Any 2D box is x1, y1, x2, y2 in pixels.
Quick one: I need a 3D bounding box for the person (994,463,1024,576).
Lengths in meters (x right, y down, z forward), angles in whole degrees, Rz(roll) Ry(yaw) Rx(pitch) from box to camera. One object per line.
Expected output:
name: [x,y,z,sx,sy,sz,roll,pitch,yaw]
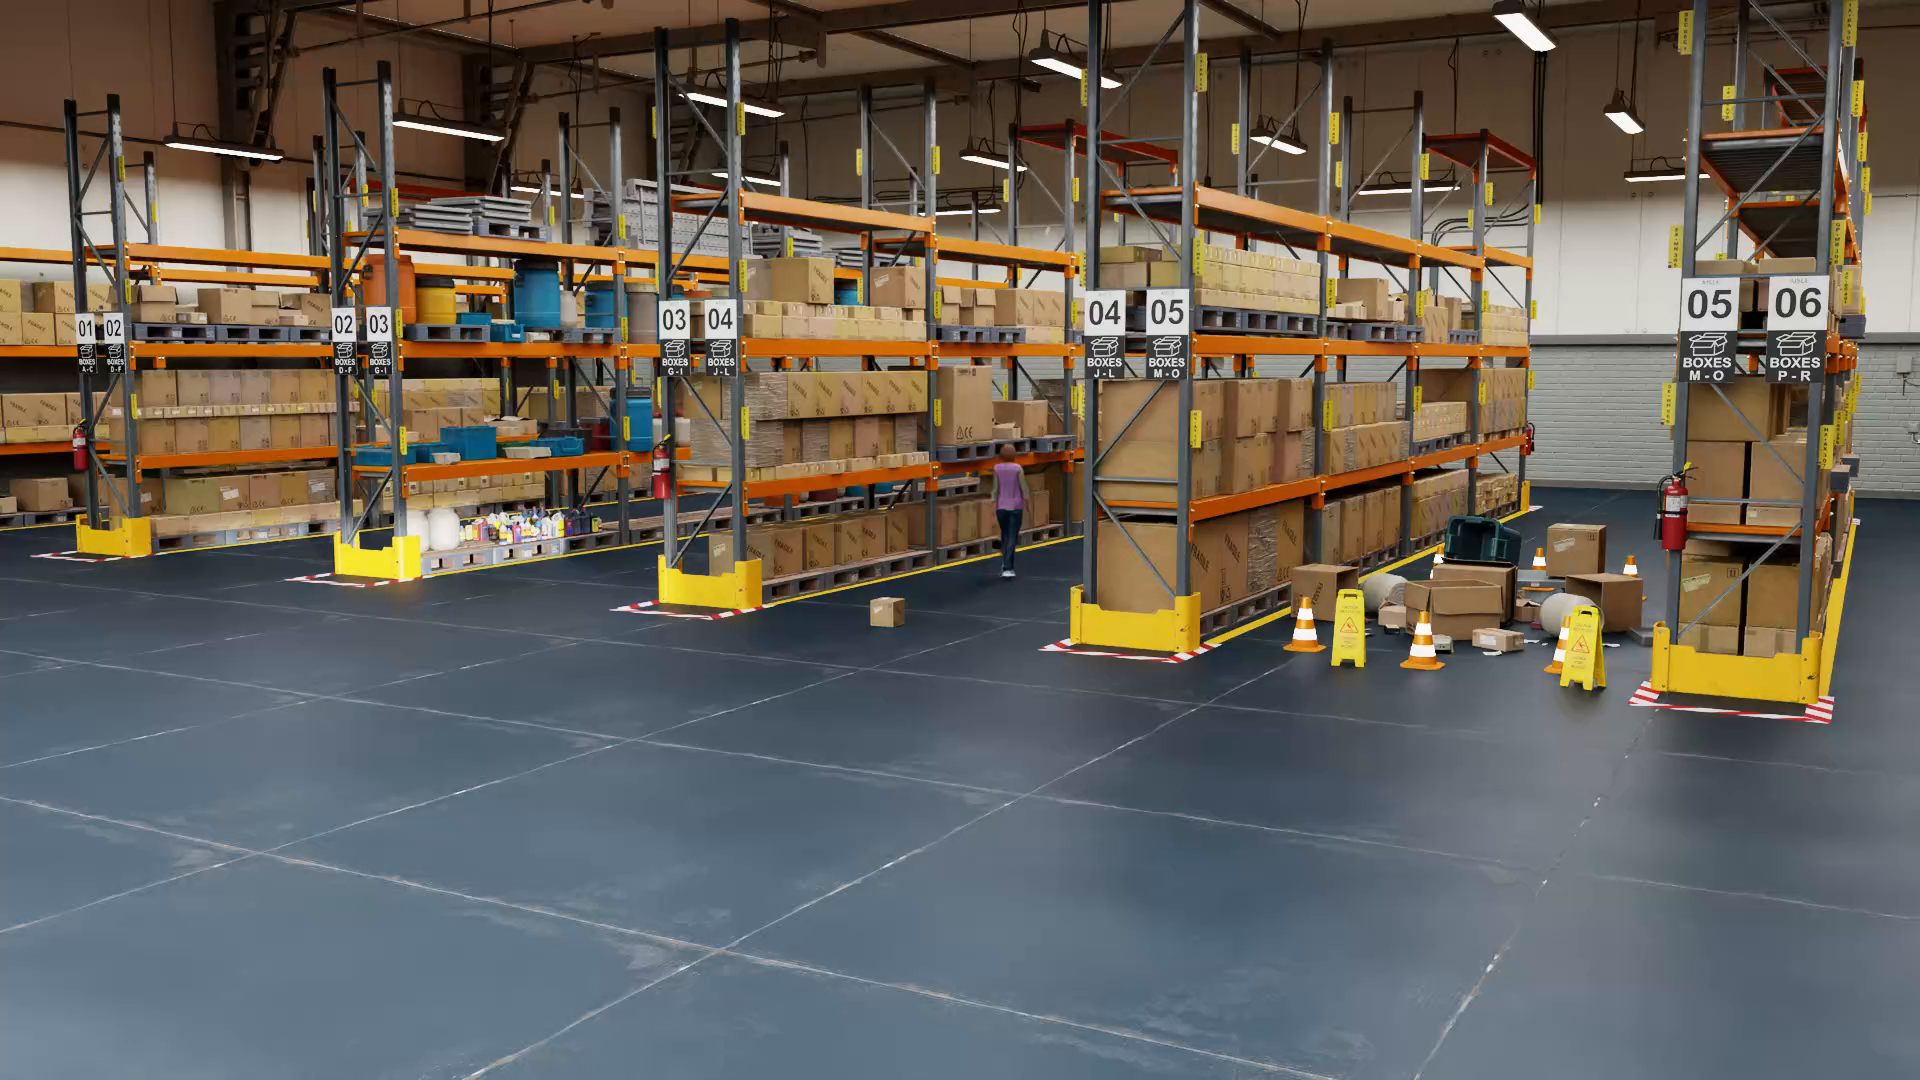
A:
person: [0.612,-0.230,19.815,0.349,1.395,0.660,2,7,21]
